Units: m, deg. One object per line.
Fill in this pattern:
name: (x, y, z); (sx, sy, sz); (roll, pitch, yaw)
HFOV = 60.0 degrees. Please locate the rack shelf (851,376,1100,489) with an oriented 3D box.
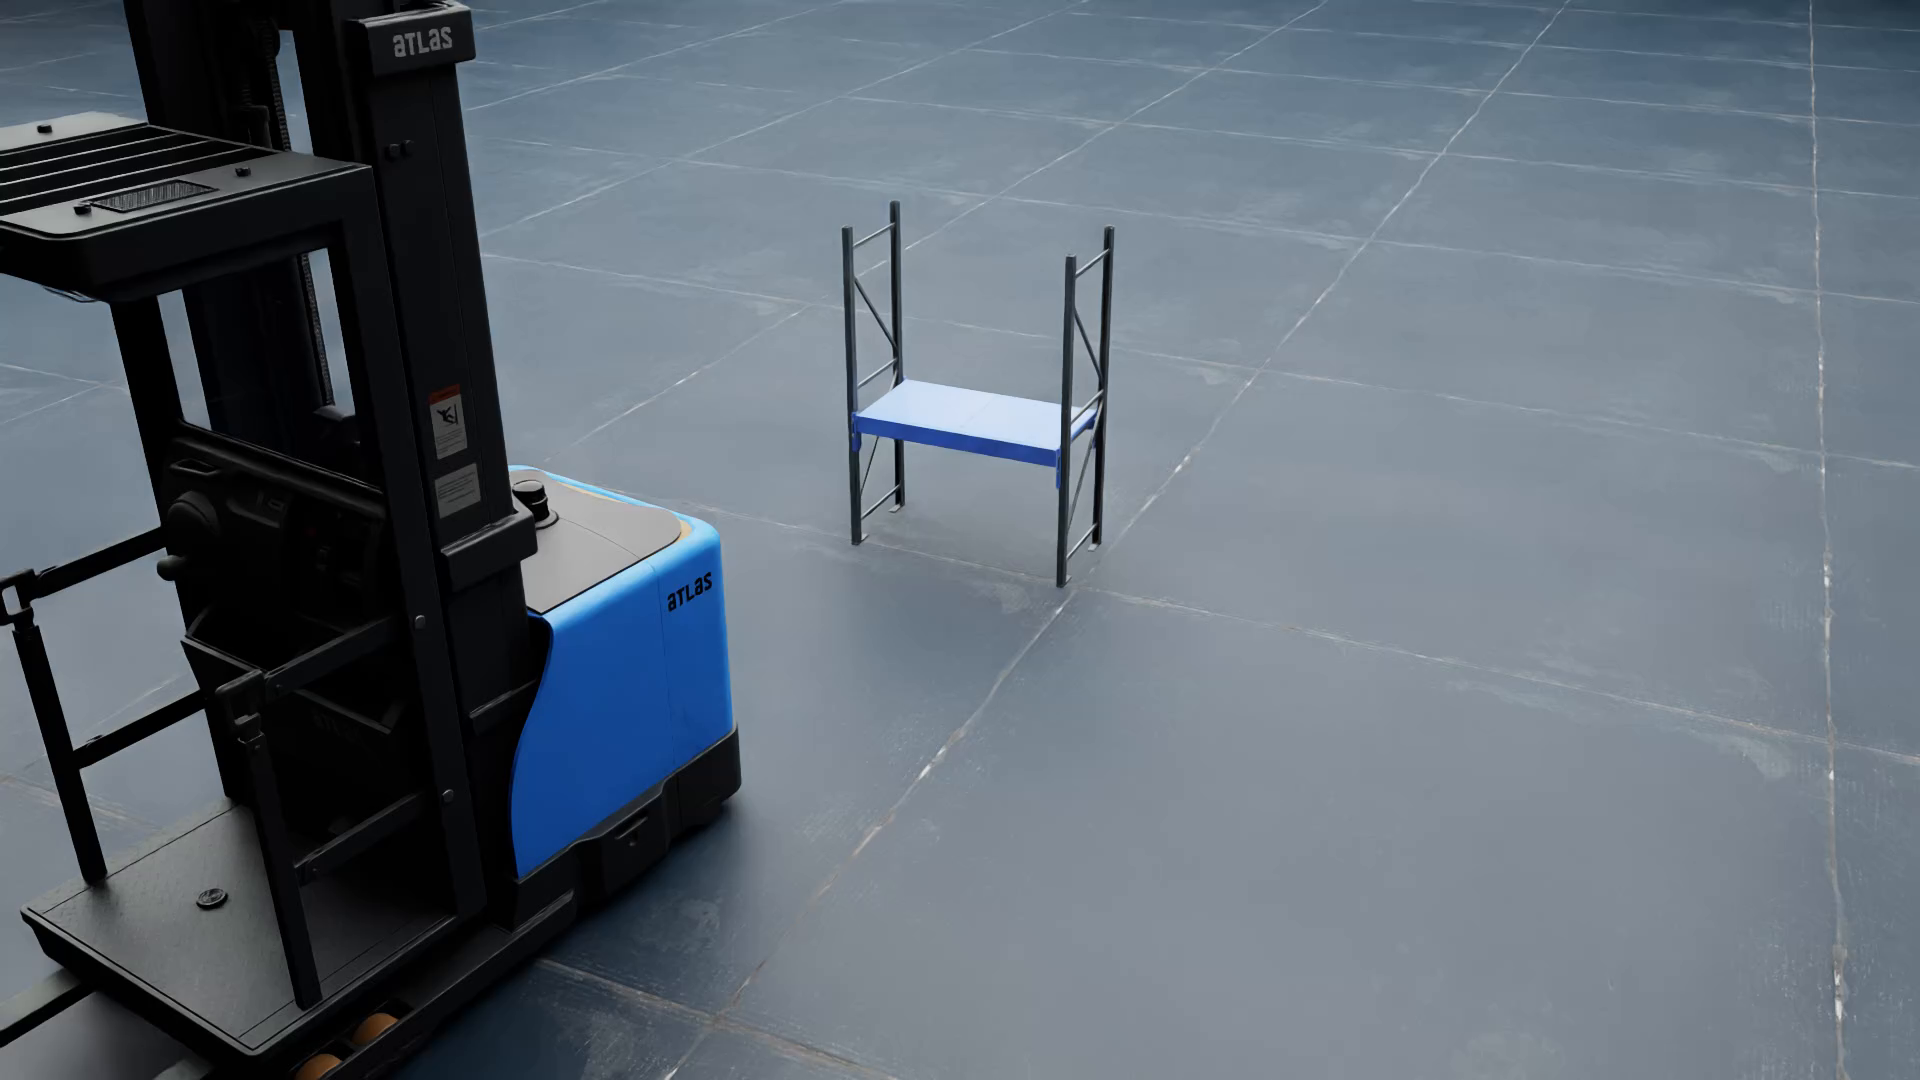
rack shelf: (0.078, -0.496, 7.467); (1.000, 0.185, 0.538); (11, 28, 22)

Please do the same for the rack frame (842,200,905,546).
rack frame: (-0.385, -0.750, 7.576); (0.032, 1.500, 0.500); (11, 28, 22)

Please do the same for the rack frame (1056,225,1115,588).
rack frame: (0.540, -0.564, 7.198); (0.032, 1.500, 0.500); (11, 28, 22)

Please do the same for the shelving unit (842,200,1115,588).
shelving unit: (0.078, -0.657, 7.387); (1.048, 1.500, 0.538); (11, 28, 22)

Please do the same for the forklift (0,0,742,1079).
forklift: (-1.999, 0.024, 4.384); (1.130, 2.935, 3.031); (16, 31, 30)
